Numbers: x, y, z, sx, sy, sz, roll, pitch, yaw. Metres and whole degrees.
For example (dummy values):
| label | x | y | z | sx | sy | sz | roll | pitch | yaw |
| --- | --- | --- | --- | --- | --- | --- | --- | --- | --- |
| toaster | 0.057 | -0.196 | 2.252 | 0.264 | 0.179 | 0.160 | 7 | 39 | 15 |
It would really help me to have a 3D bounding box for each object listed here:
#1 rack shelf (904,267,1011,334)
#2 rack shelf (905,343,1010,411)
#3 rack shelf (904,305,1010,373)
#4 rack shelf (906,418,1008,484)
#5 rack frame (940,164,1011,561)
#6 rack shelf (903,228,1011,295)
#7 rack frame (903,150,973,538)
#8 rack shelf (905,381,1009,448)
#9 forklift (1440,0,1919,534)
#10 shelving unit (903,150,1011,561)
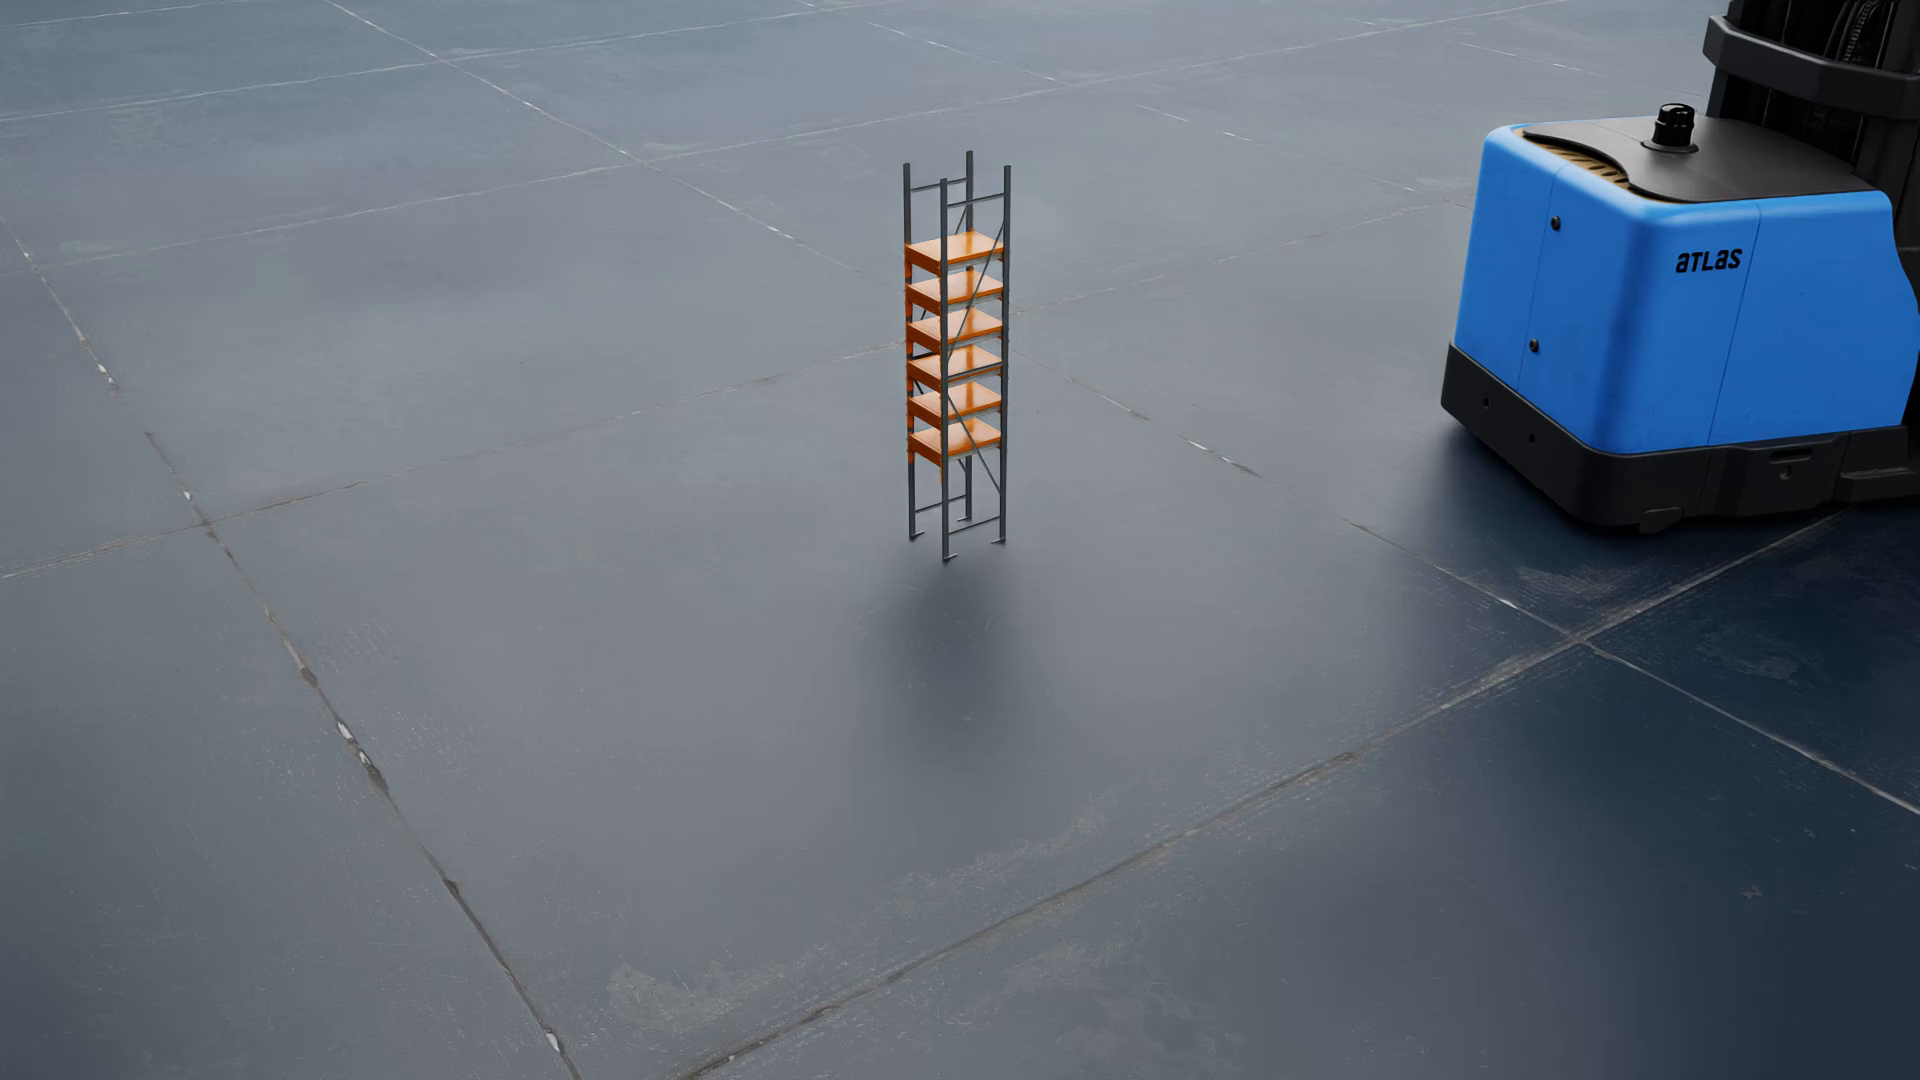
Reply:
| label | x | y | z | sx | sy | sz | roll | pitch | yaw |
| --- | --- | --- | --- | --- | --- | --- | --- | --- | --- |
| rack shelf | -0.008 | -0.705 | 4.881 | 0.258 | 0.103 | 0.180 | -19 | 34 | -31 |
| rack shelf | -0.008 | -0.494 | 4.995 | 0.258 | 0.103 | 0.180 | -19 | 34 | -31 |
| rack shelf | -0.008 | -0.599 | 4.938 | 0.258 | 0.103 | 0.180 | -19 | 34 | -31 |
| rack shelf | -0.008 | -0.283 | 5.110 | 0.258 | 0.103 | 0.180 | -19 | 34 | -31 |
| rack frame | 0.045 | -0.497 | 4.909 | 0.240 | 1.200 | 0.006 | -19 | 34 | -31 |
| rack shelf | -0.008 | -0.810 | 4.823 | 0.258 | 0.103 | 0.180 | -19 | 34 | -31 |
| rack frame | -0.061 | -0.568 | 5.040 | 0.240 | 1.200 | 0.006 | -19 | 34 | -31 |
| rack shelf | -0.008 | -0.388 | 5.052 | 0.258 | 0.103 | 0.180 | -19 | 34 | -31 |
| forklift | 3.305 | -1.664 | 5.242 | 3.031 | 2.935 | 1.130 | -6 | 29 | -11 |
| shelving unit | -0.008 | -0.533 | 4.974 | 0.258 | 1.200 | 0.189 | -19 | 34 | -31 |
